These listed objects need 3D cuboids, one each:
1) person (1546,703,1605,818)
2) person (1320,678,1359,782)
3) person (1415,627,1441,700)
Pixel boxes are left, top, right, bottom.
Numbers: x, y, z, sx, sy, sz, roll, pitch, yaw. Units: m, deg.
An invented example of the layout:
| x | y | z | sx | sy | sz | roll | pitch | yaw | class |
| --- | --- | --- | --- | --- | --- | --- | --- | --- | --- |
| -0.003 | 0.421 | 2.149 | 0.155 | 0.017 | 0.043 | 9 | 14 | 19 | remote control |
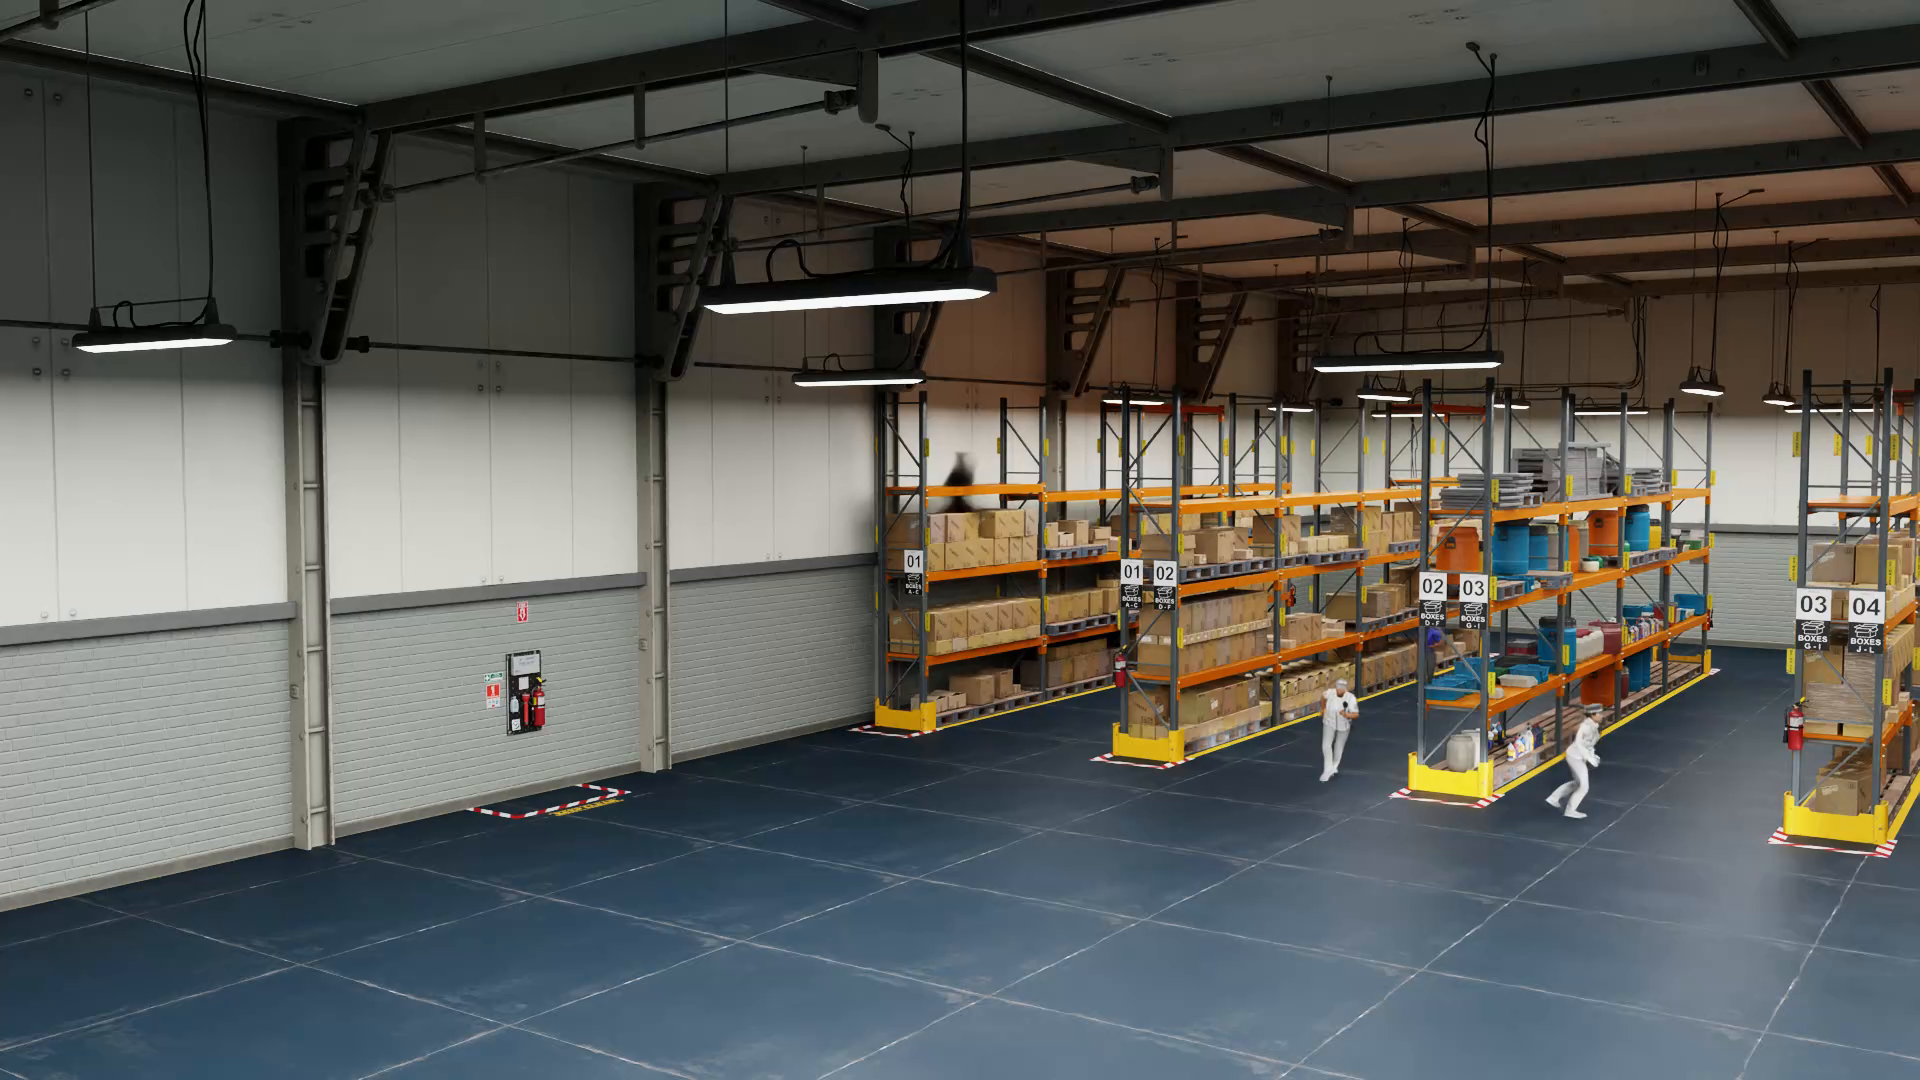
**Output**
| x | y | z | sx | sy | sz | roll | pitch | yaw | class |
| --- | --- | --- | --- | --- | --- | --- | --- | --- | --- |
| 8.323 | 2.962 | 22.497 | 0.759 | 1.584 | 0.587 | 2 | 4 | 30 | person |
| 5.713 | 2.827 | 25.043 | 0.580 | 1.563 | 0.979 | 1 | 3 | 14 | person |
| 9.291 | 2.359 | 33.061 | 0.564 | 1.677 | 0.728 | 2 | 4 | 30 | person |
